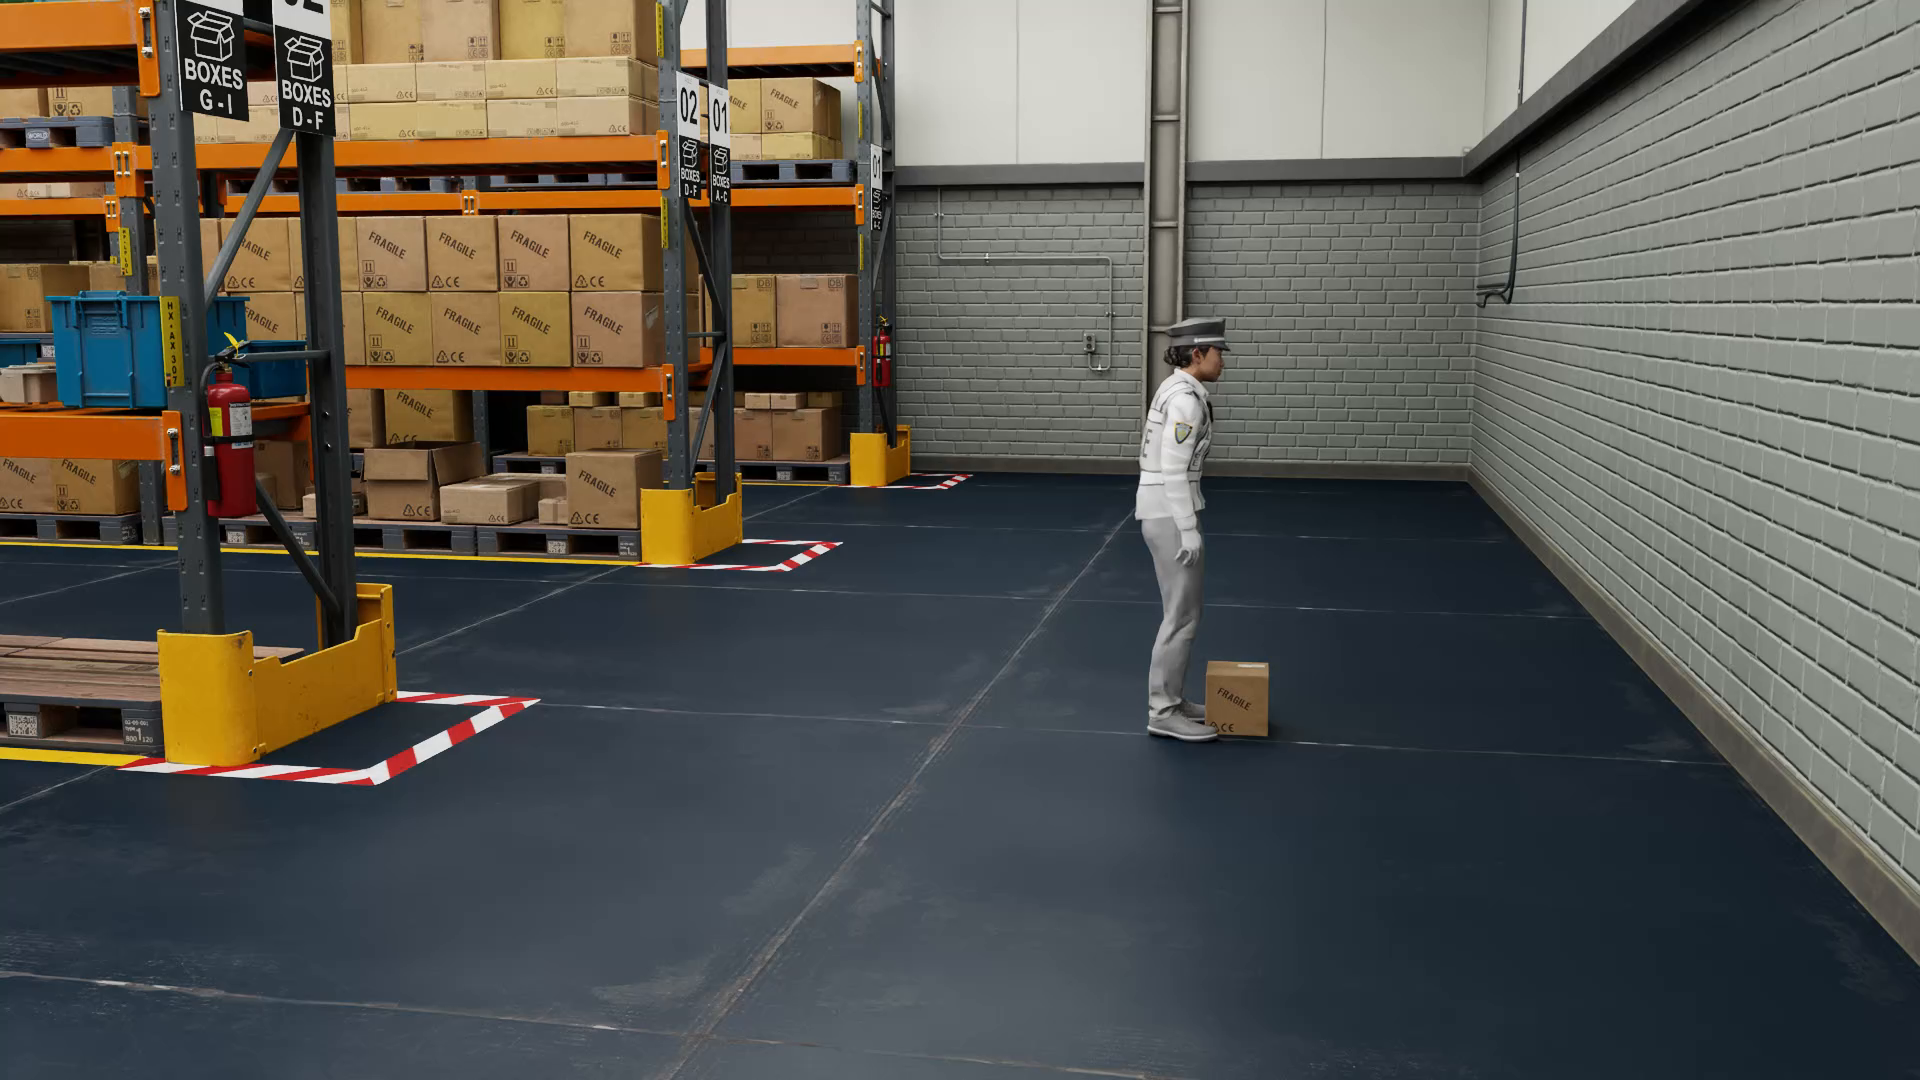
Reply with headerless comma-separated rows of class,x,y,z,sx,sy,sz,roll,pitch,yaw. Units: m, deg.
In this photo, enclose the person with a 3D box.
person,0.896,-0.062,6.731,0.369,1.667,0.546,1,8,8
